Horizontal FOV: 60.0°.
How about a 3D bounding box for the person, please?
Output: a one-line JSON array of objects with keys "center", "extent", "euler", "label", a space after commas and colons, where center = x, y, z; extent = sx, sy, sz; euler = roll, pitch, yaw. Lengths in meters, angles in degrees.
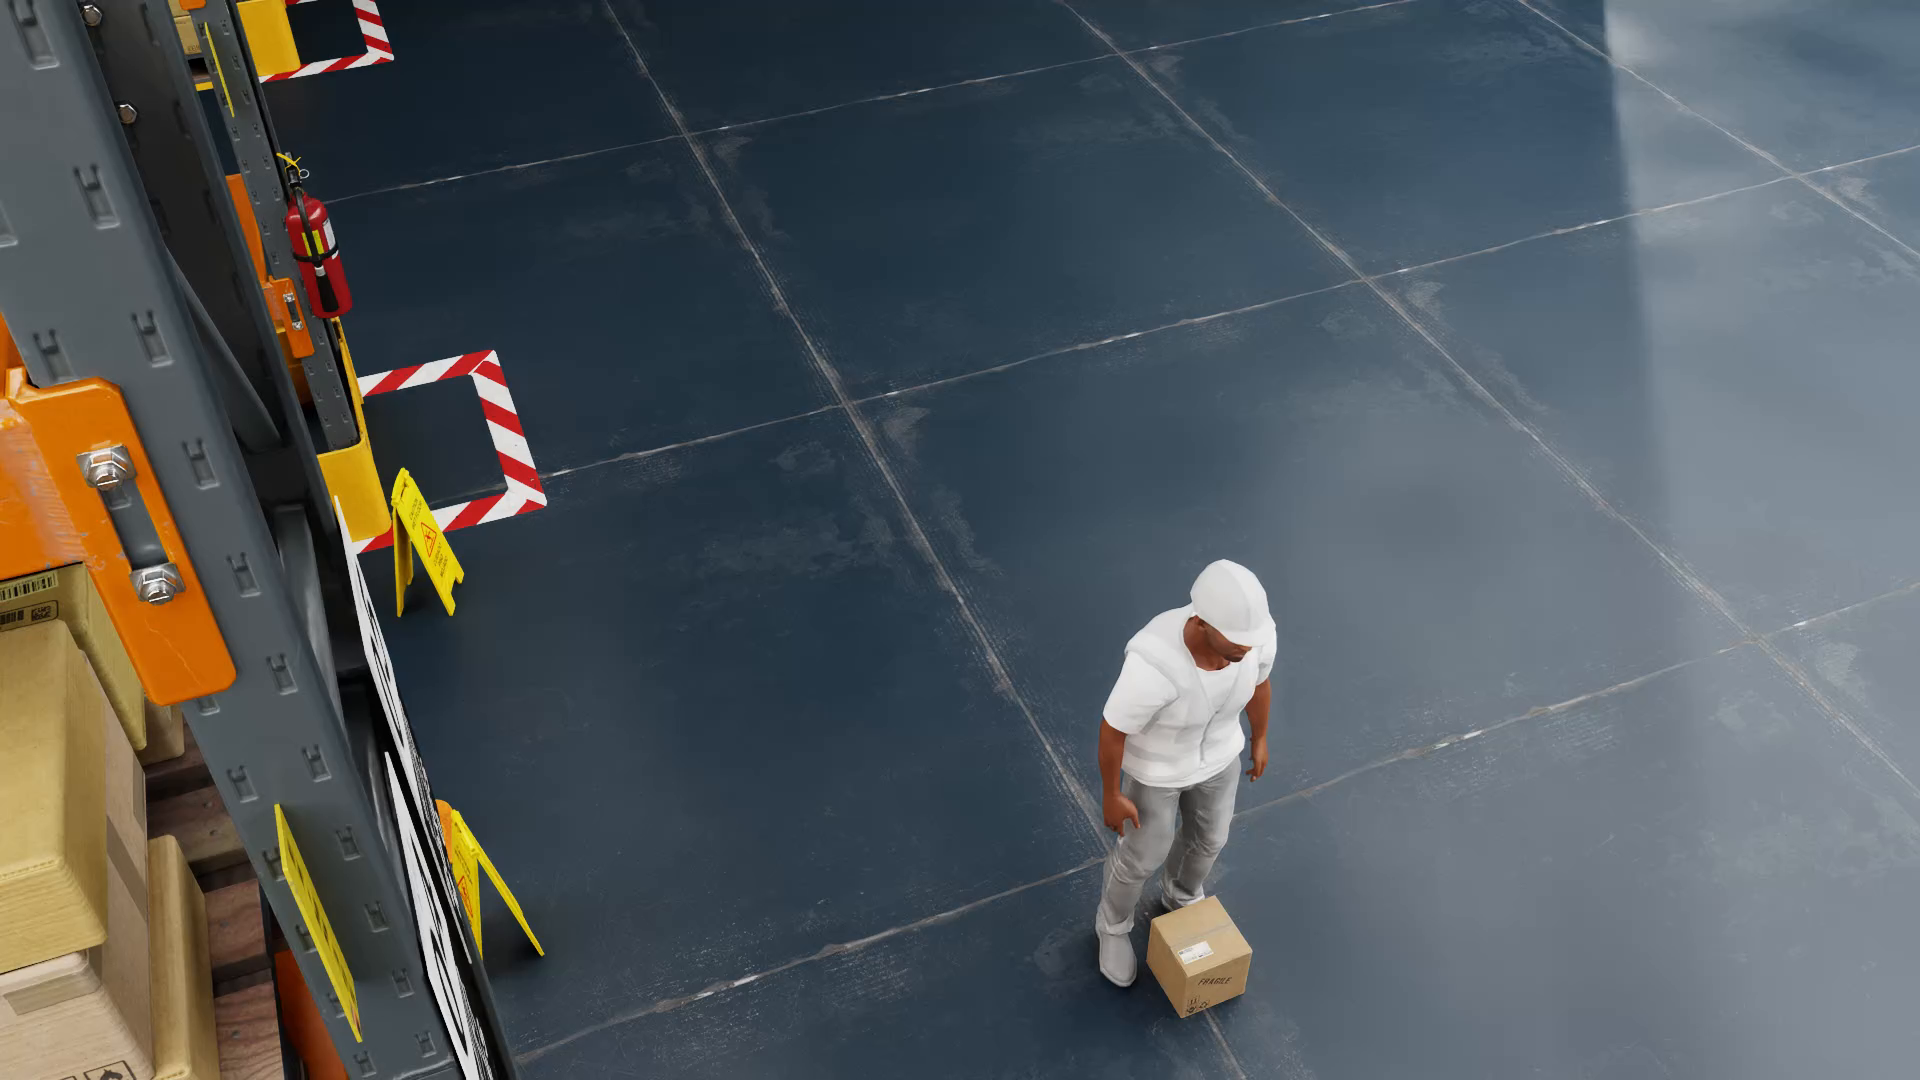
[{"center": [0.728, 0.720, 5.333], "extent": [0.634, 1.759, 0.460], "euler": [-18, 45, -19], "label": "person"}]
